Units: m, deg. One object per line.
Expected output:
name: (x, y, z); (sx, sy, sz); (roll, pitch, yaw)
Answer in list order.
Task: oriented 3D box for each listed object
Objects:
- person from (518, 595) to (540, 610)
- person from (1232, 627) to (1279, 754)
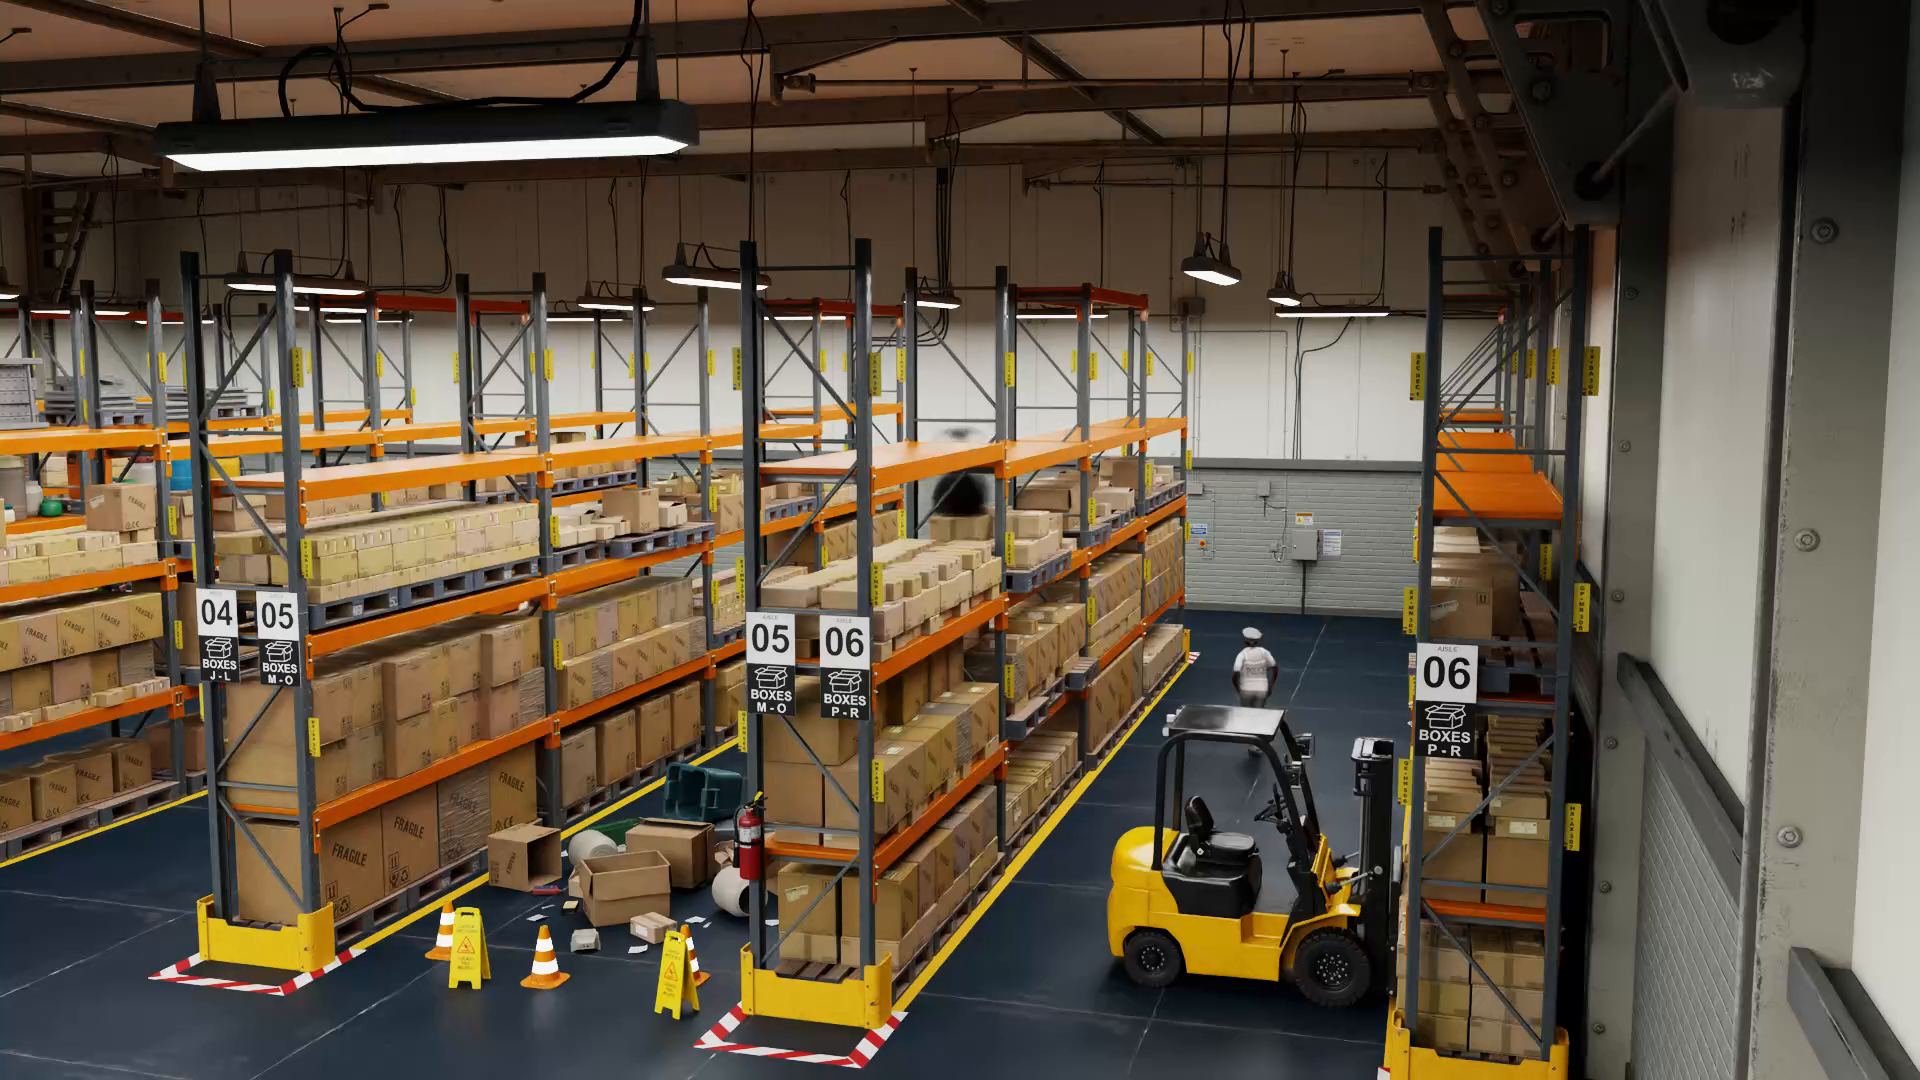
person: (-6.390, 1.513, 24.814); (0.698, 1.721, 0.636); (1, 6, 10)
person: (3.808, 1.966, 21.431); (0.619, 1.643, 0.578); (-1, 6, -5)
